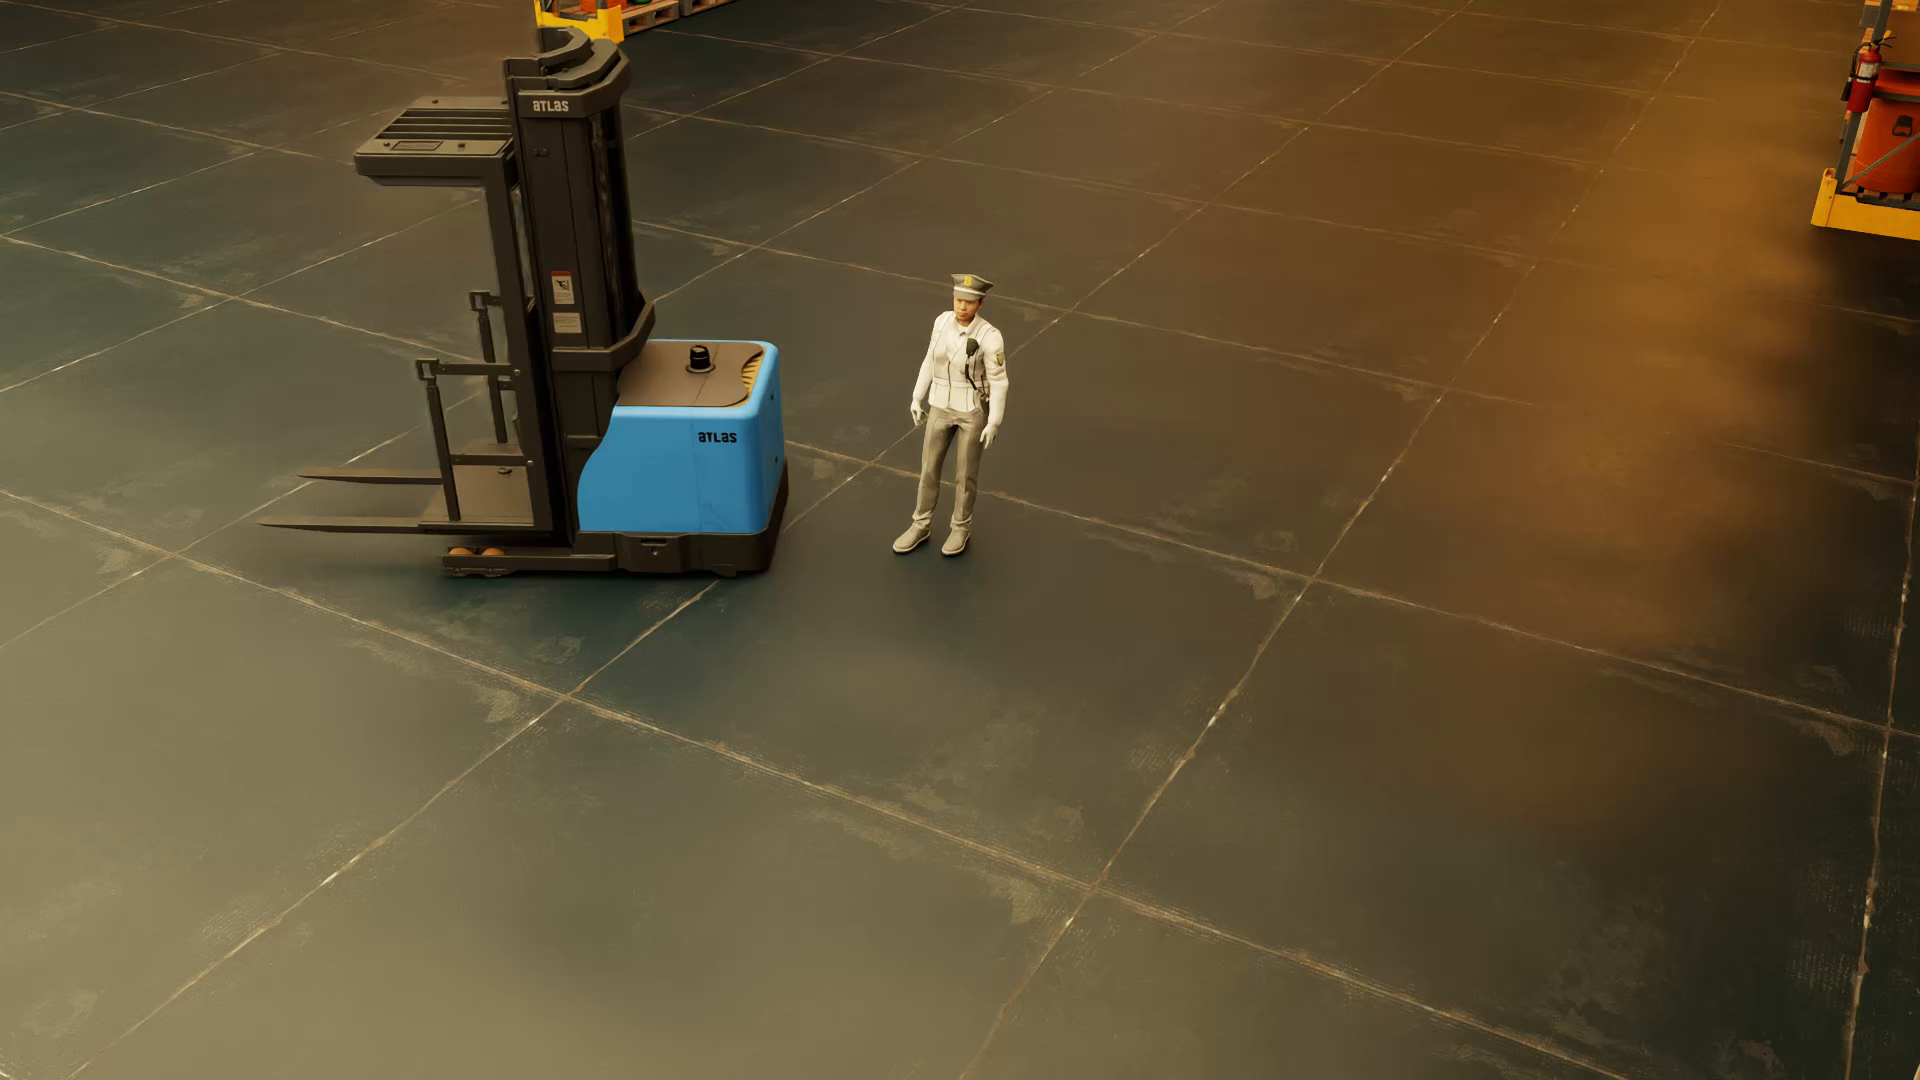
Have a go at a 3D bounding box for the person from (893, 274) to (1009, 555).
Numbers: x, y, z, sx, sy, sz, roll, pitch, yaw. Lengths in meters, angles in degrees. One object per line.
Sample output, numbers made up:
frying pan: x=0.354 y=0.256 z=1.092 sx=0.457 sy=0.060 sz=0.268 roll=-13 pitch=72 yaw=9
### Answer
person: x=-0.039 y=-0.712 z=9.526 sx=0.587 sy=1.694 sz=0.530 roll=15 pitch=33 yaw=25

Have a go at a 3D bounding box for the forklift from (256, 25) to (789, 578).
forklift: x=-2.596 y=-1.315 z=9.349 sx=3.031 sy=2.935 sz=1.130 roll=1 pitch=30 yaw=2
